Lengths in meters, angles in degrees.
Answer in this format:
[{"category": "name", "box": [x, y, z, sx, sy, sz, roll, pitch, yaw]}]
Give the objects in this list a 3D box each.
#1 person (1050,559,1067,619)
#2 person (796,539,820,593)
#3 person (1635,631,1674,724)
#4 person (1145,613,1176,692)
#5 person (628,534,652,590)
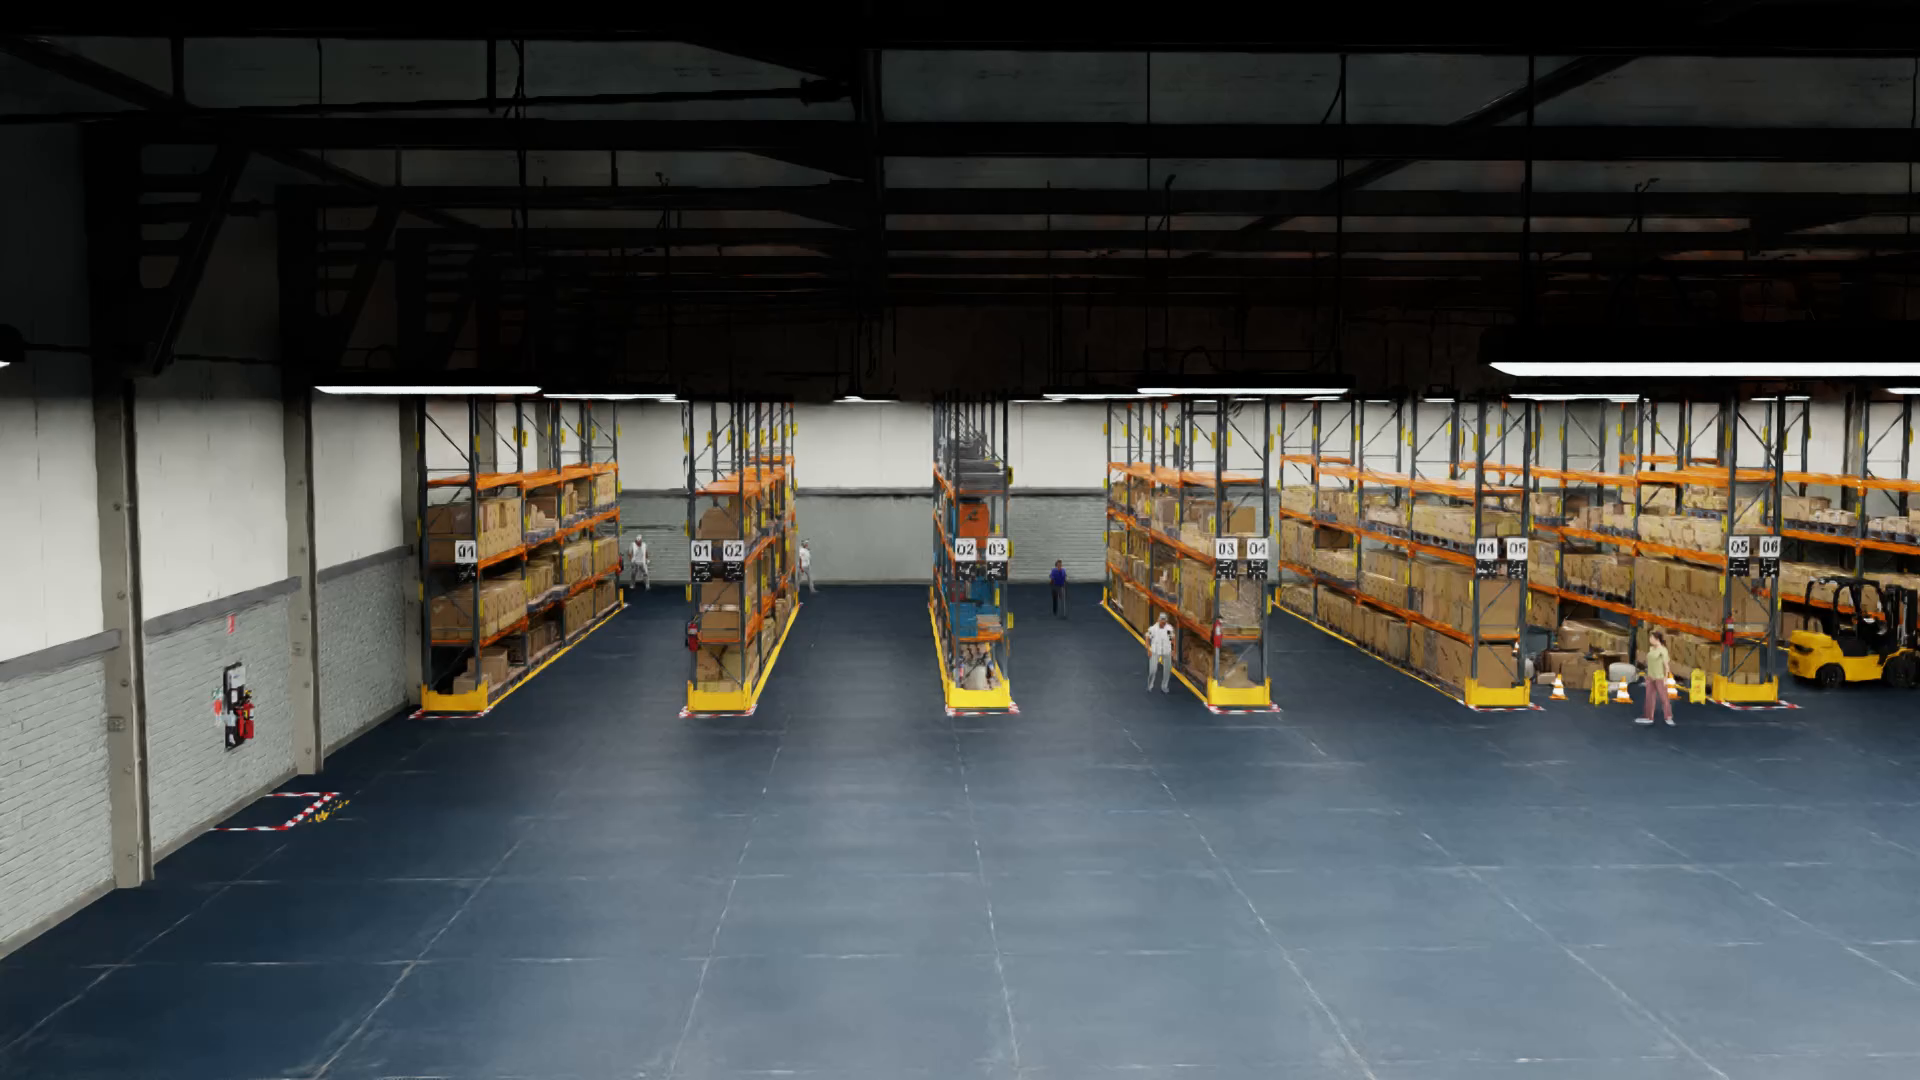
[{"category": "person", "box": [2.636, 1.290, 44.530, 0.447, 1.574, 1.071, 0, 5, 0]}, {"category": "person", "box": [-4.668, 0.779, 50.286, 0.560, 1.671, 0.700, 4, 6, 37]}, {"category": "person", "box": [12.505, 2.467, 29.781, 0.539, 1.664, 0.581, -2, 5, -20]}, {"category": "person", "box": [3.991, 2.233, 33.050, 0.625, 1.611, 0.582, 0, 5, -4]}, {"category": "person", "box": [-9.908, 0.676, 51.307, 0.692, 1.722, 0.846, -2, 5, -19]}]
